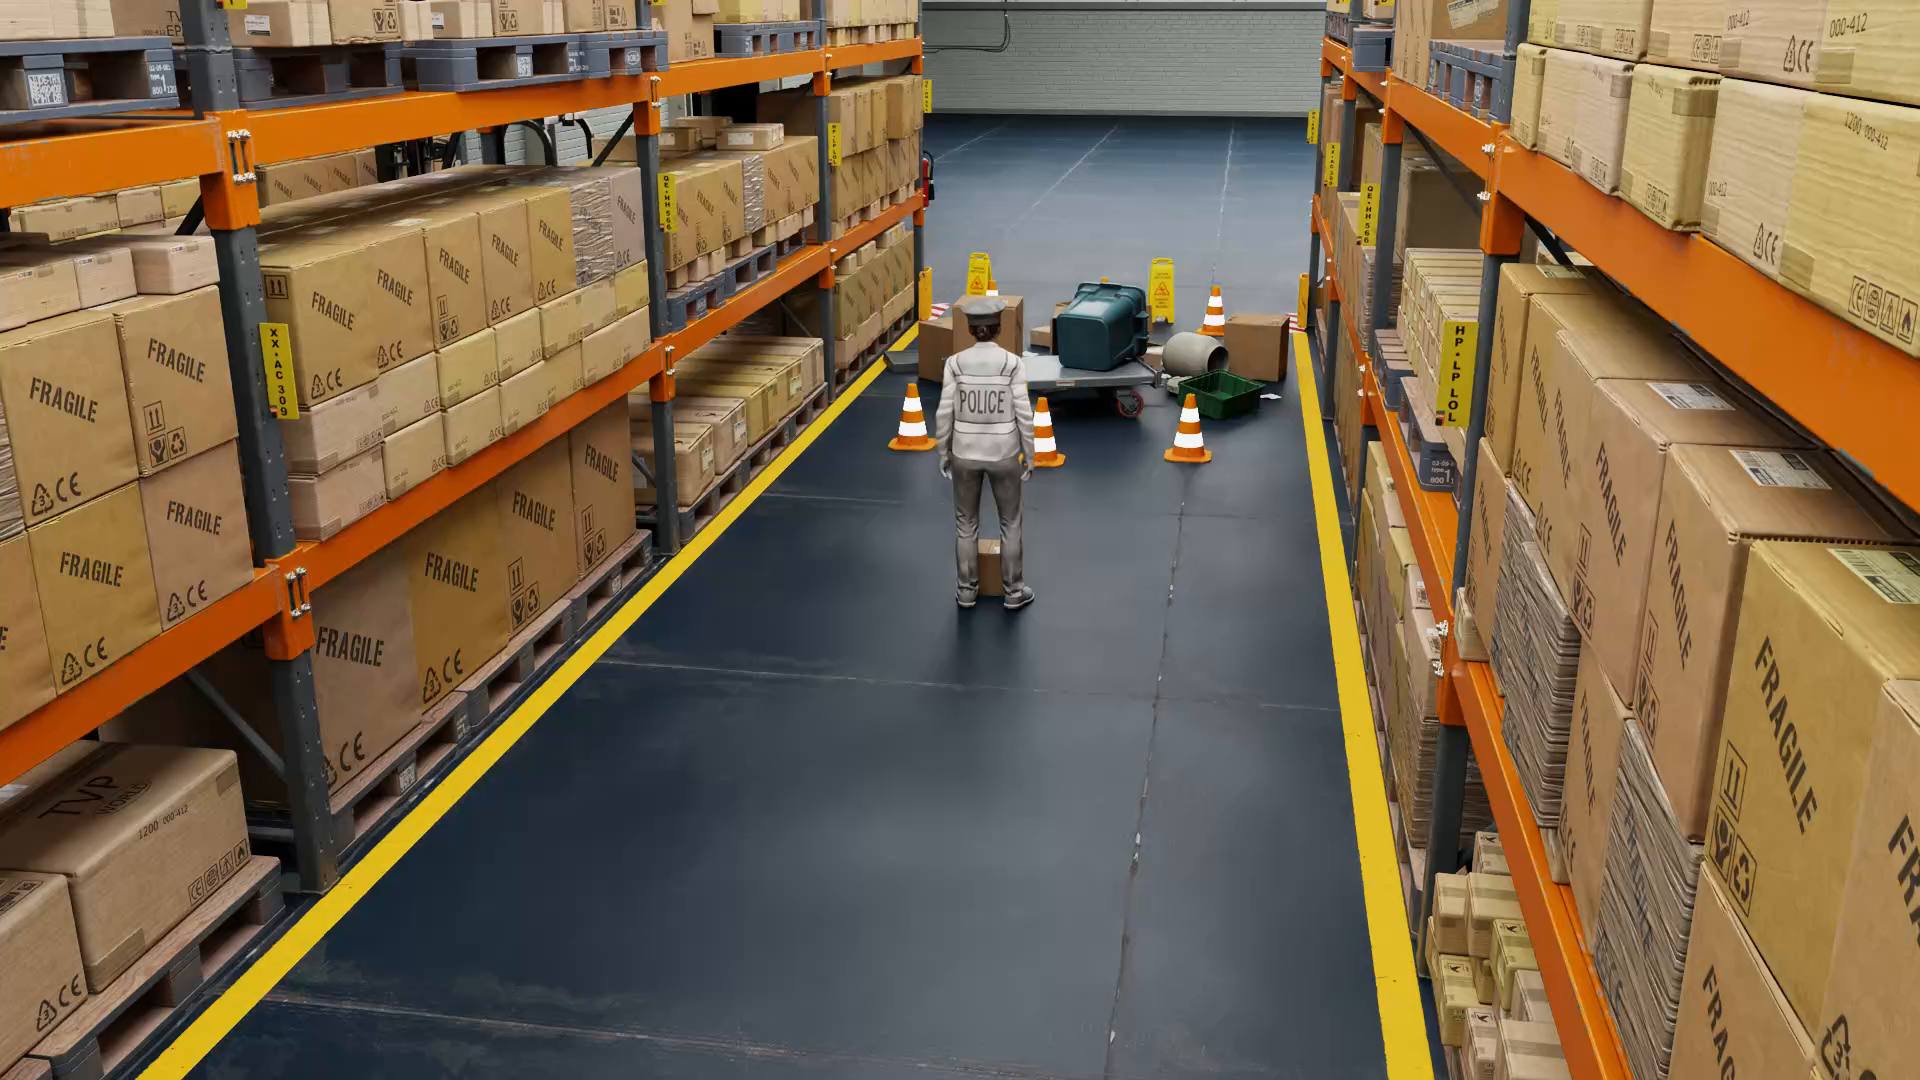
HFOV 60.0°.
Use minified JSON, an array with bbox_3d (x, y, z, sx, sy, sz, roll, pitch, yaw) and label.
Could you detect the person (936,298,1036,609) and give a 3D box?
[{"bbox_3d":[0.139,-0.444,8.915,0.533,1.663,0.379,3,18,8],"label":"person"}]
